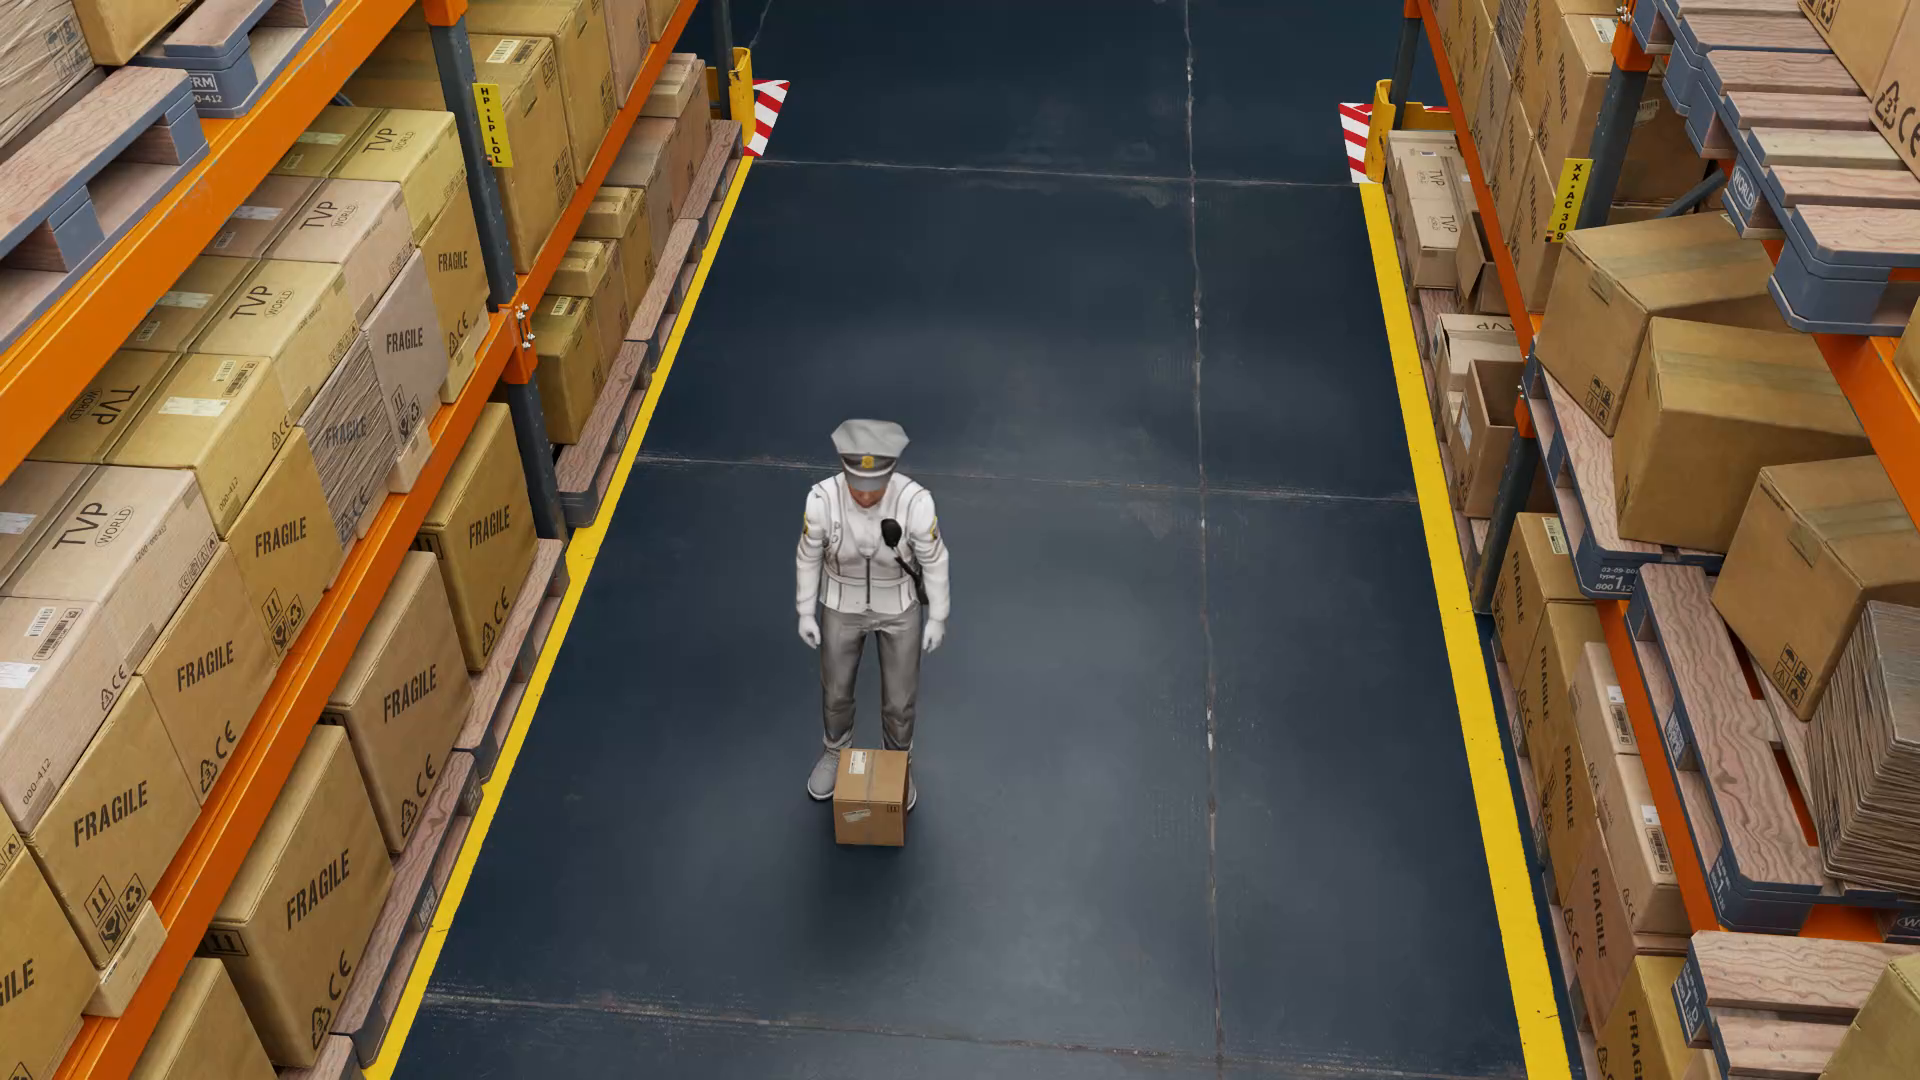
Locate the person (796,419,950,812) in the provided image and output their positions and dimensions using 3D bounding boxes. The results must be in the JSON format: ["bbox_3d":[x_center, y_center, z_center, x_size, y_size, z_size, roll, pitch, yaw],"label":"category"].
[{"bbox_3d":[-0.306,0.267,5.839,0.540,1.663,0.405,2,40,3],"label":"person"}]
